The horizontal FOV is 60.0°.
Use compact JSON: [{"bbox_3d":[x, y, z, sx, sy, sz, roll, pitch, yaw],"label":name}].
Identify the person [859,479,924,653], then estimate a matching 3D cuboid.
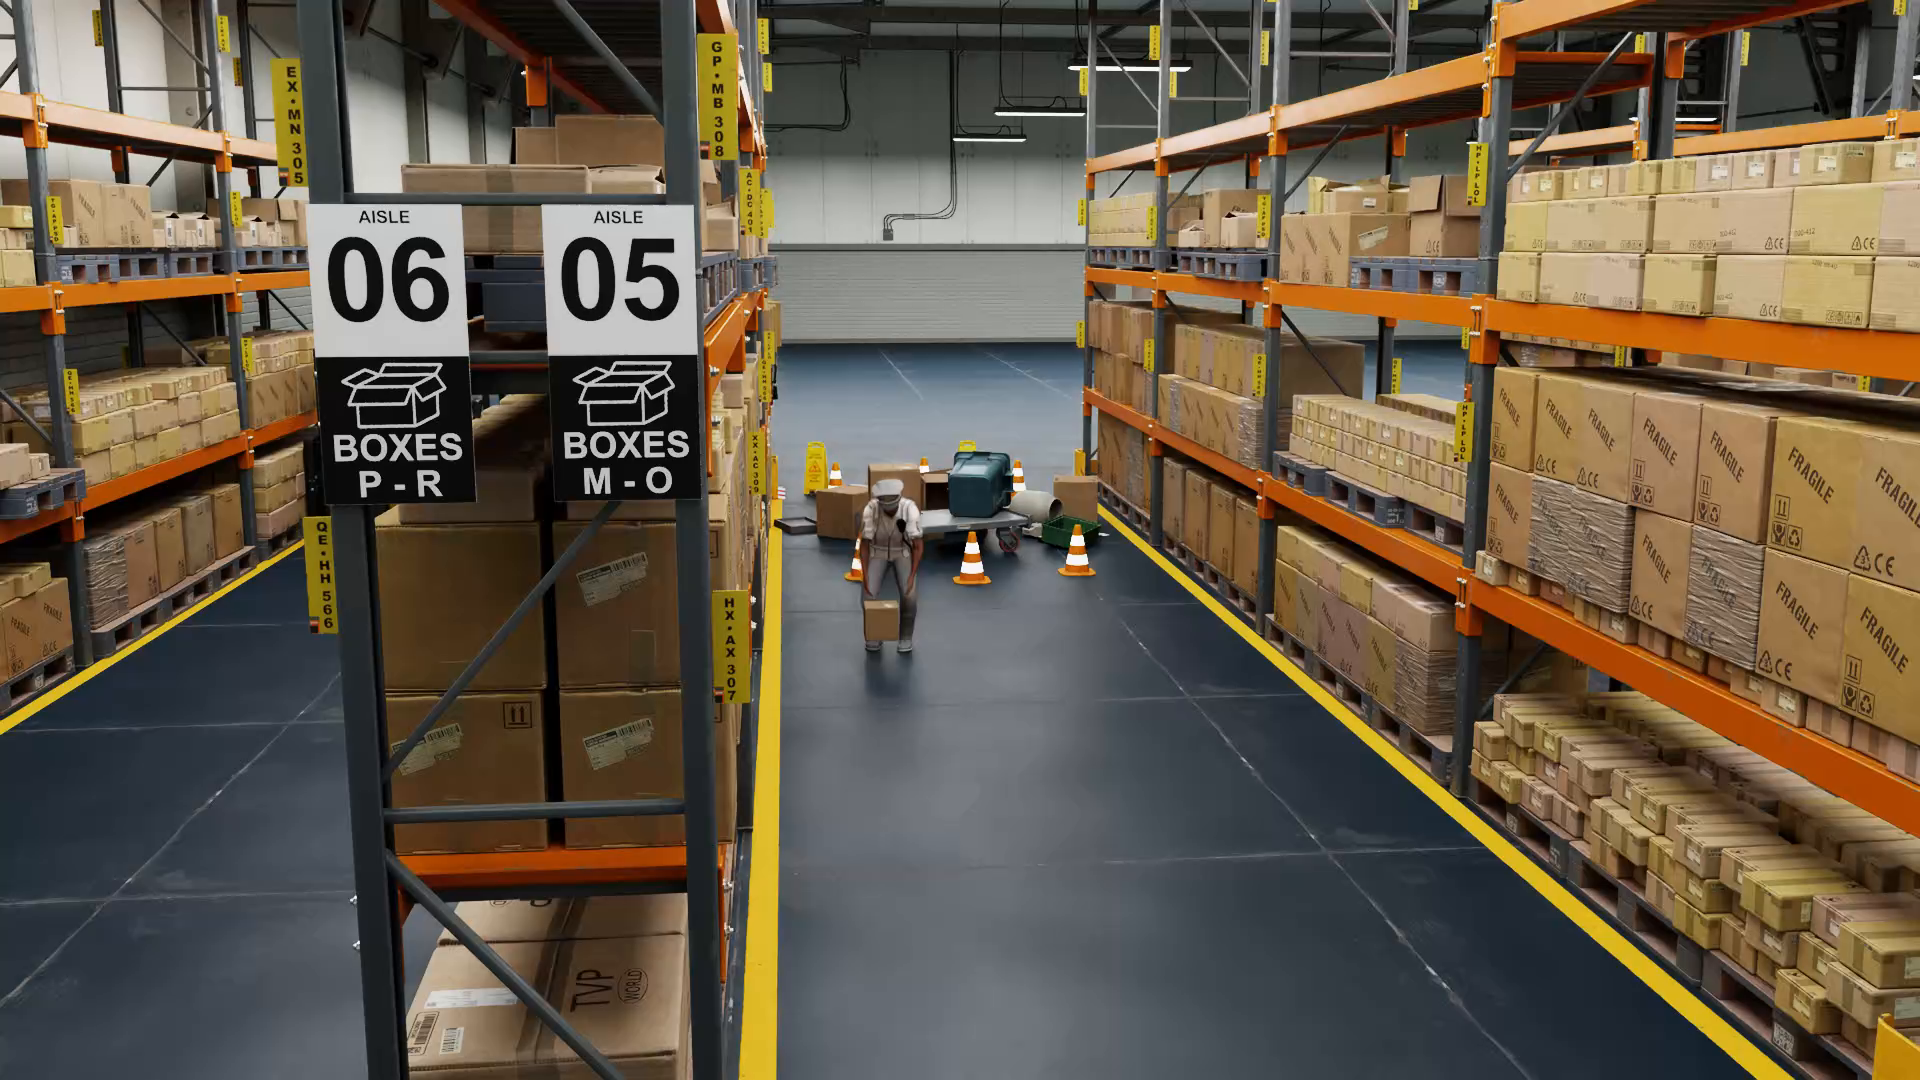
[{"bbox_3d":[-0.515,0.185,12.761,0.496,1.360,0.724,1,10,6],"label":"person"}]
